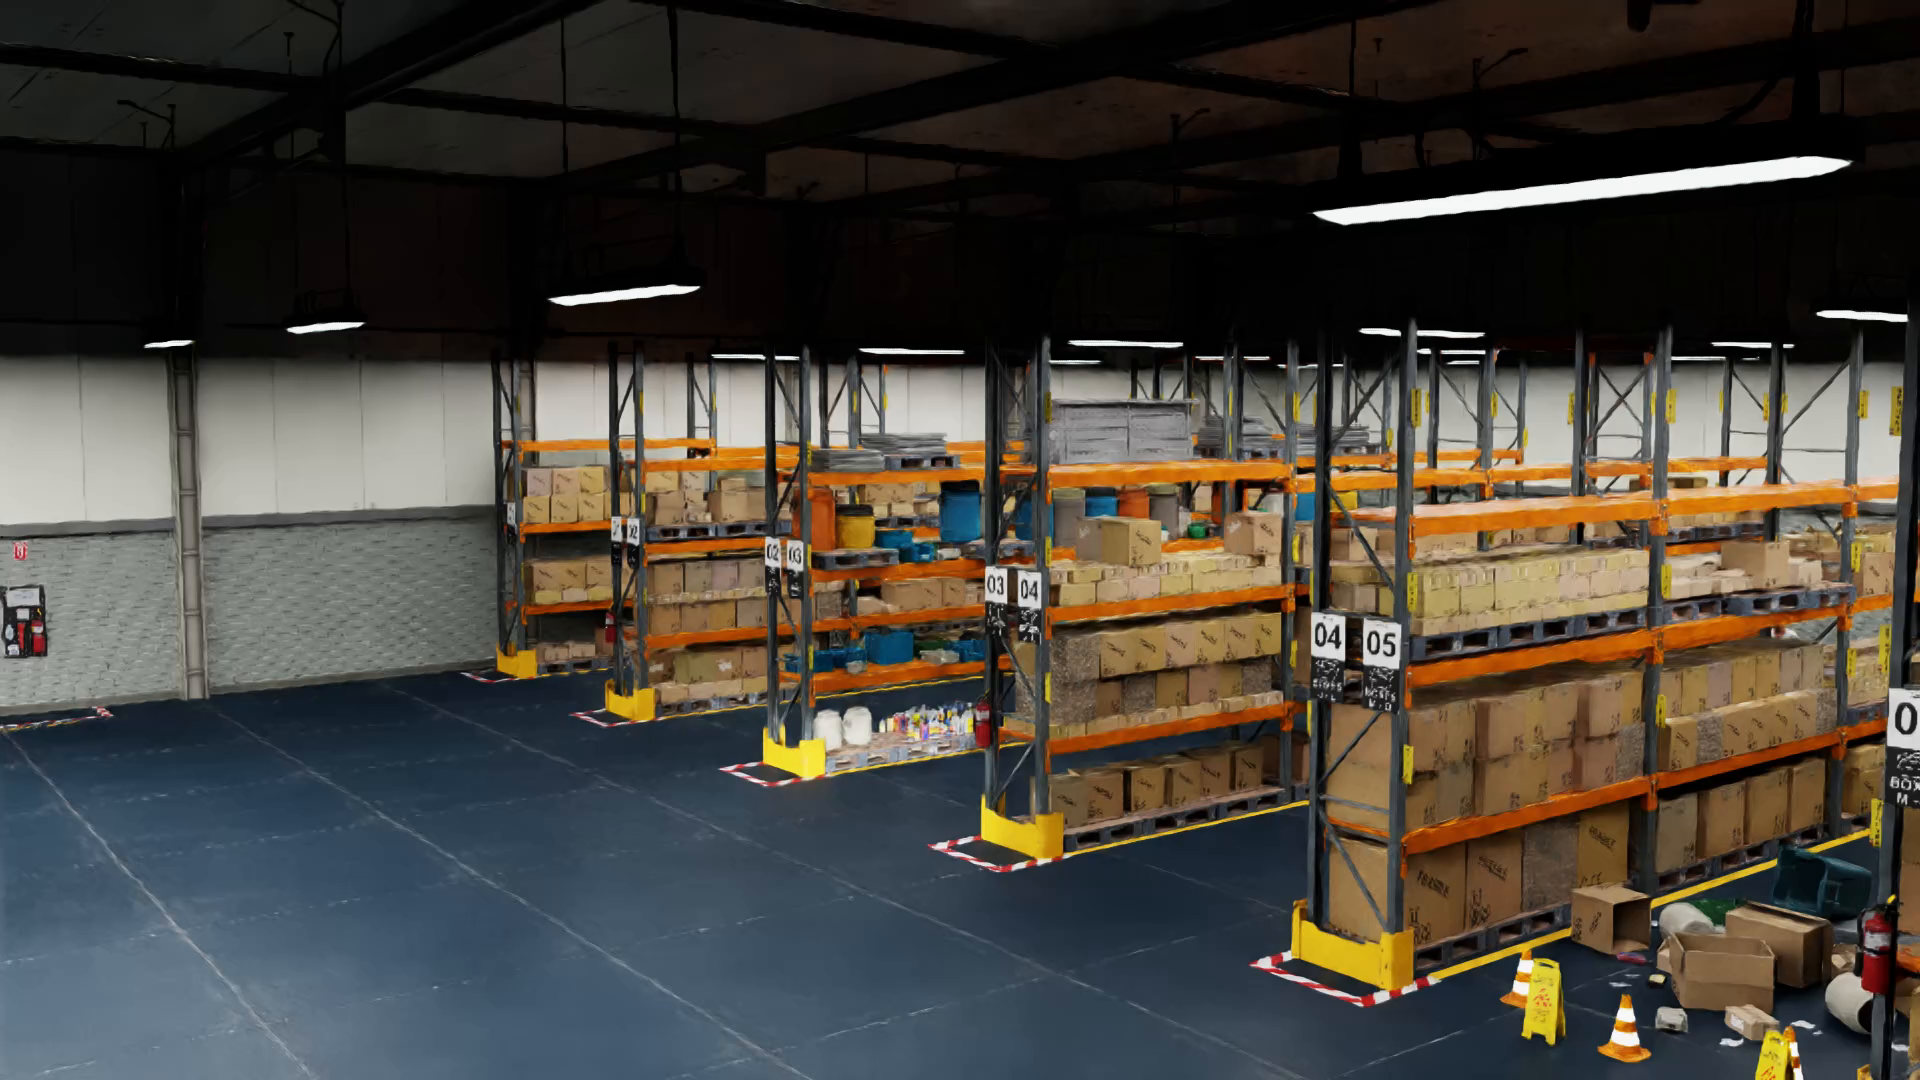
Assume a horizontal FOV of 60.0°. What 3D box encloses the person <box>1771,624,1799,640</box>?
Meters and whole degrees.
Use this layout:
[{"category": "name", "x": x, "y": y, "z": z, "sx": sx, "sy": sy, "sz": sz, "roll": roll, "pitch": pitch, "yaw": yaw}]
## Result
[{"category": "person", "x": 12.953, "y": 1.990, "z": 26.279, "sx": 1.123, "sy": 1.709, "sz": 0.553, "roll": -4, "pitch": 6, "yaw": -35}]
